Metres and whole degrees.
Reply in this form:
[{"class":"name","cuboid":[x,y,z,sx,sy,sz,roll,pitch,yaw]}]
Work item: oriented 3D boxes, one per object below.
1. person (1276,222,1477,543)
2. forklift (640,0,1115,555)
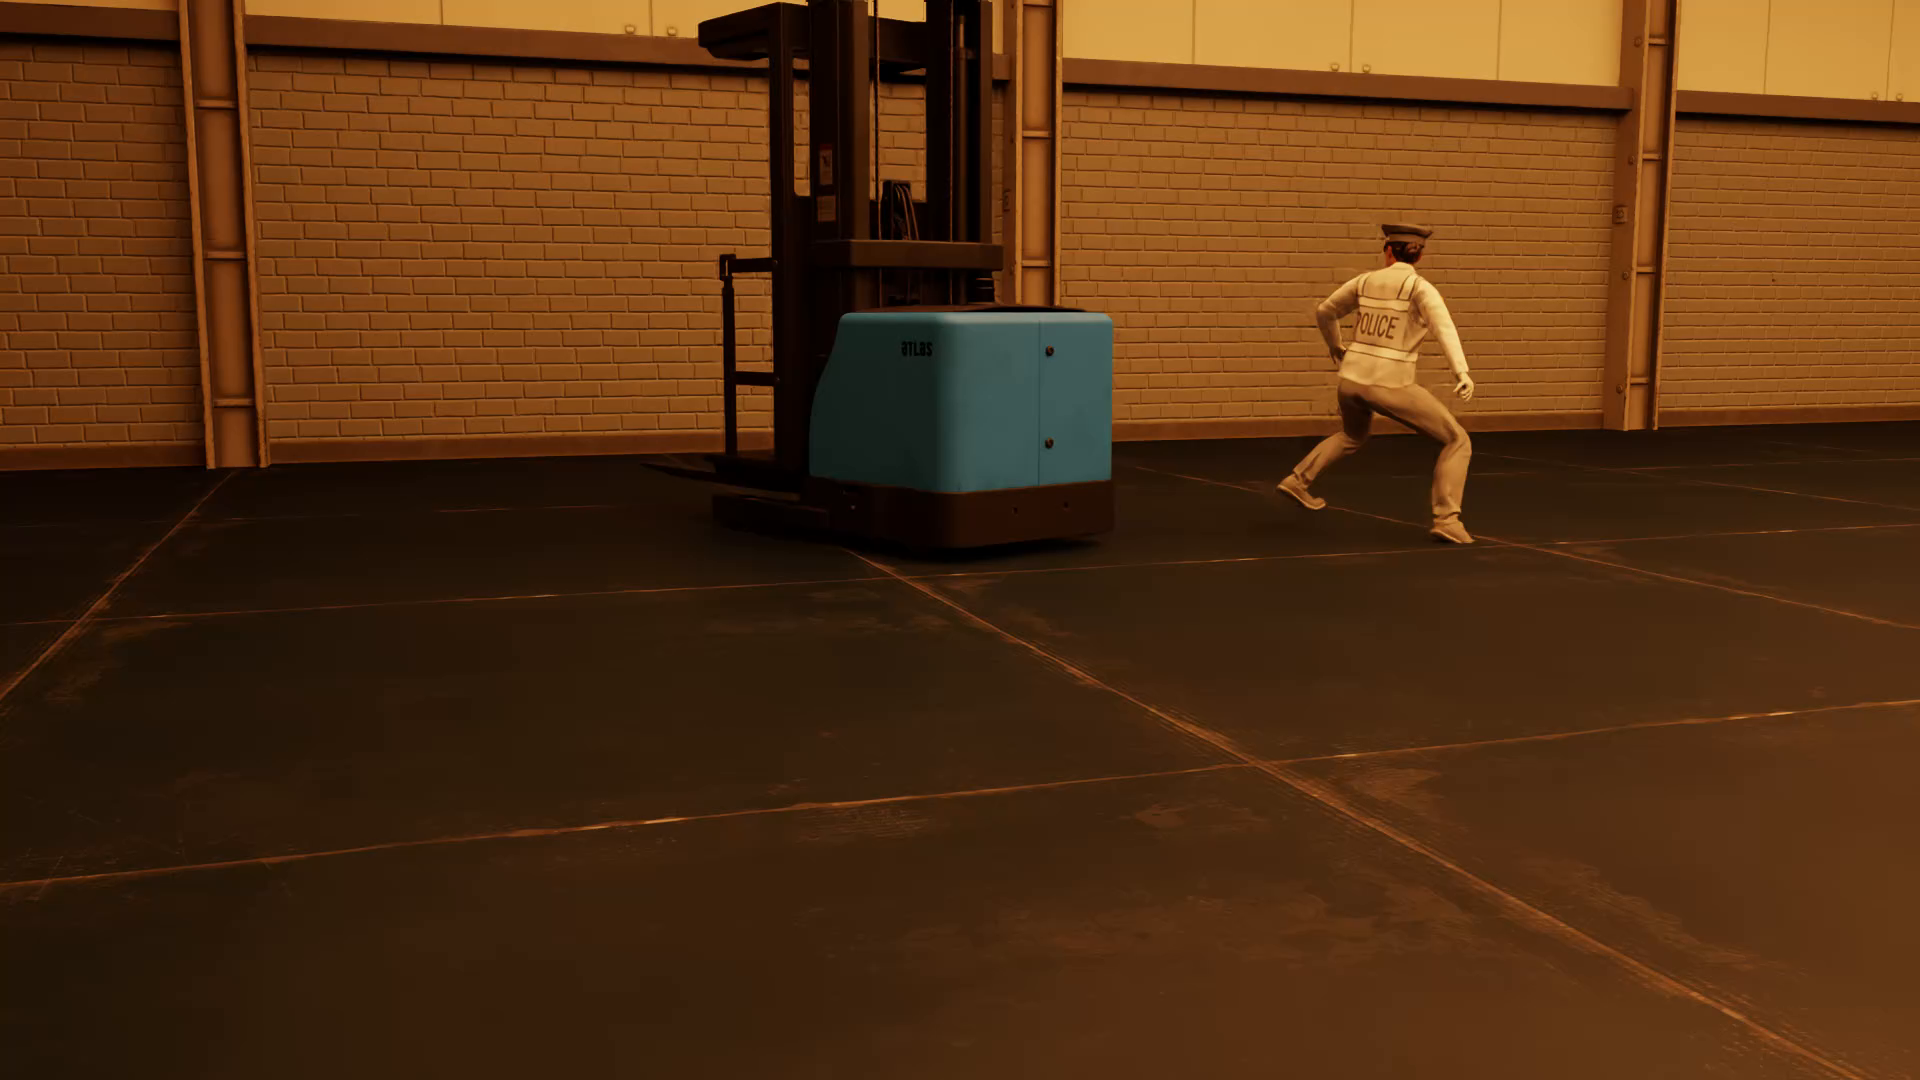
[{"class":"person","cuboid":[2.081,-0.731,7.980,0.490,1.573,1.104,-5,9,-34]},{"class":"forklift","cuboid":[-0.607,-1.540,8.373,1.130,2.935,3.031,-6,10,-39]}]
